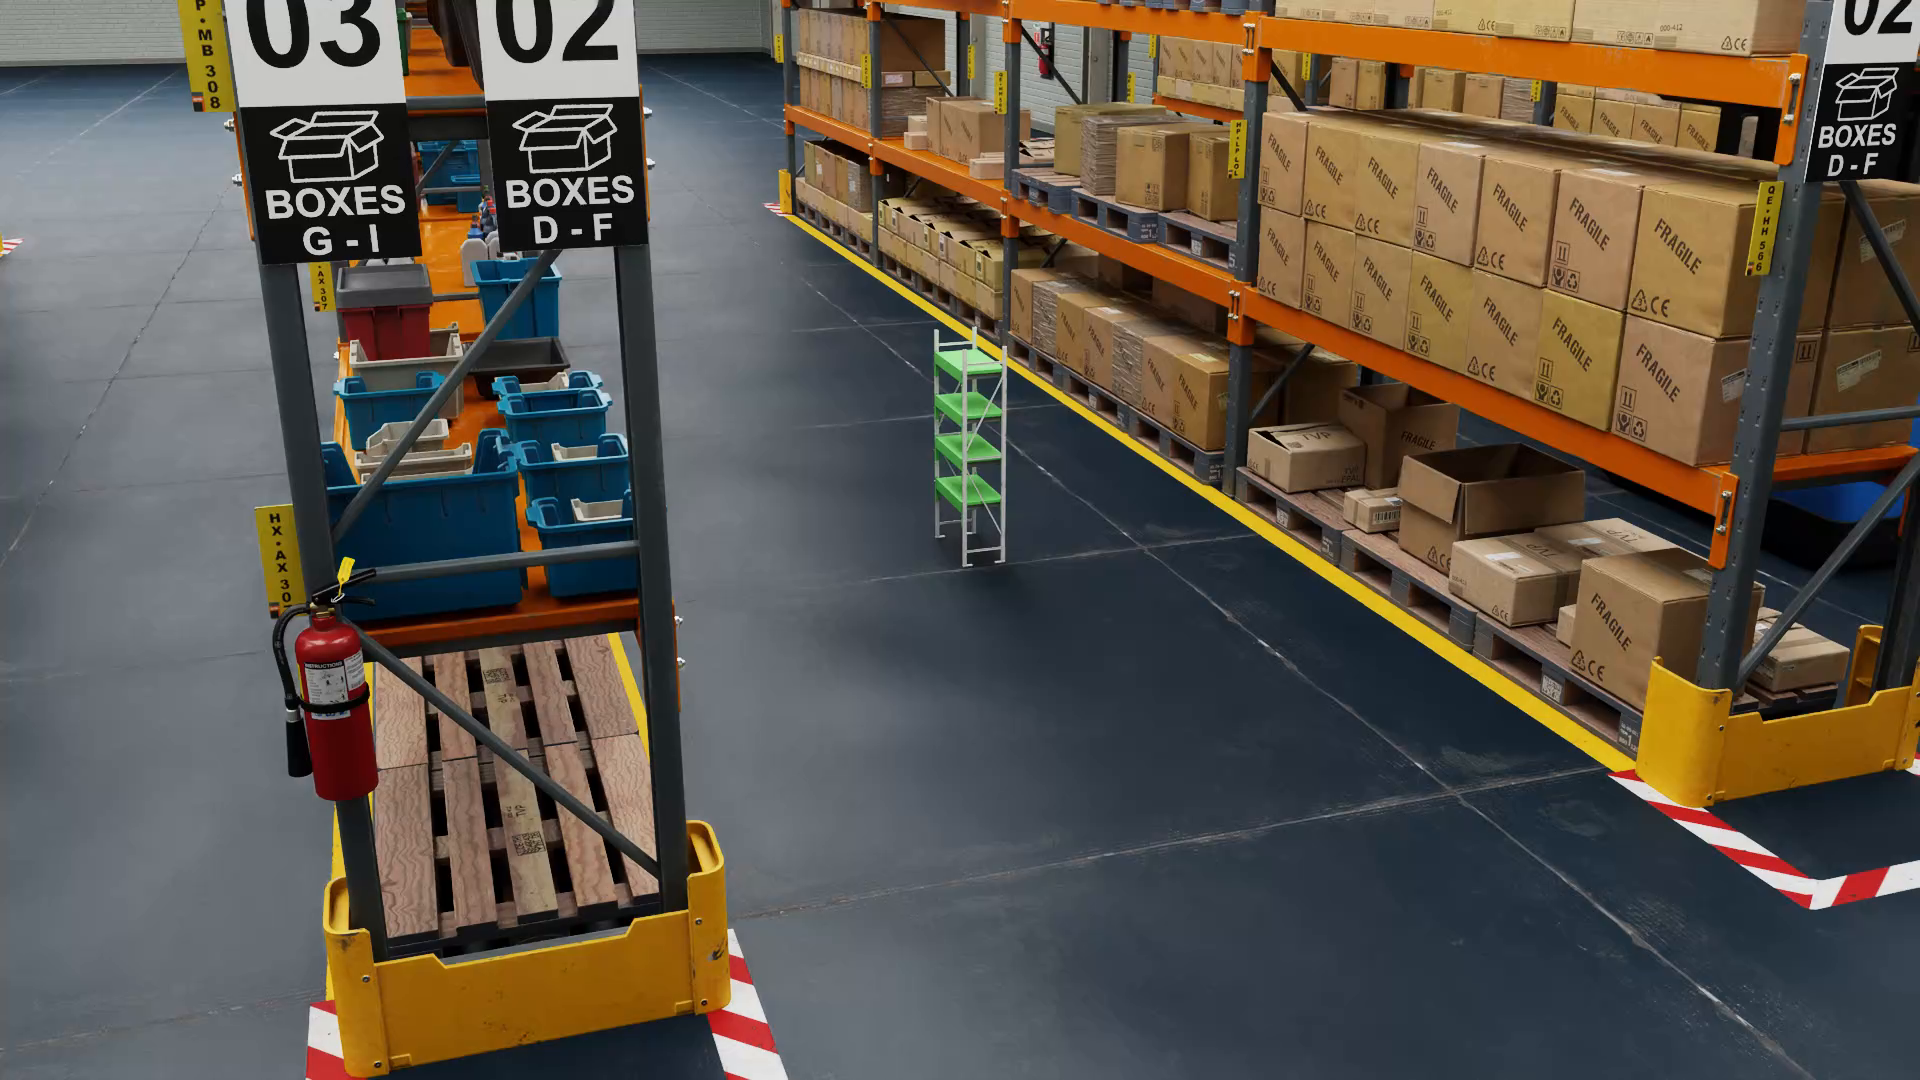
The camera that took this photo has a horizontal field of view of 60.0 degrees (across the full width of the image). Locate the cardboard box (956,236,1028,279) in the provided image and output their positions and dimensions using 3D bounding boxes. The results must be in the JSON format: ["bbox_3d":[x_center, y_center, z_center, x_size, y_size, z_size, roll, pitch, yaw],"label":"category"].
[{"bbox_3d":[0.277,-2.494,14.538,0.500,0.311,0.500,-7,21,-18],"label":"cardboard box"}]

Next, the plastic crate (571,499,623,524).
[{"bbox_3d":[-1.132,-0.056,5.436,0.250,0.136,0.298,-6,21,-17],"label":"plastic crate"}]

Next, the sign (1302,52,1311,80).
[{"bbox_3d":[3.776,-5.177,18.111,0.100,0.325,0.005,-6,21,-17],"label":"sign"}]

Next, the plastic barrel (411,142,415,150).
[{"bbox_3d":[-4.517,-2.988,13.133,0.421,0.512,0.421,0,20,0],"label":"plastic barrel"}]

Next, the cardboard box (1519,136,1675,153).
[{"bbox_3d":[2.985,-1.630,7.890,0.500,0.500,0.500,-7,21,-18],"label":"cardboard box"}]

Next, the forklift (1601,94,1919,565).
[{"bbox_3d":[4.683,-1.709,9.839,1.130,2.935,3.031,-6,21,-16],"label":"forklift"}]

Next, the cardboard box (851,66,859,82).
[{"bbox_3d":[-0.945,-4.966,17.698,0.380,0.149,0.250,-6,21,-17],"label":"cardboard box"}]

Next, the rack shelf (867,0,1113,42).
[{"bbox_3d":[0.216,-4.733,14.783,1.077,0.370,4.000,-6,21,-17],"label":"rack shelf"}]

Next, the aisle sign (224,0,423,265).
[{"bbox_3d":[-1.600,-1.095,4.182,0.394,0.787,0.004,-6,21,-17],"label":"aisle sign"}]

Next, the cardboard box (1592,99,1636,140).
[{"bbox_3d":[5.612,-3.390,13.800,0.500,0.500,0.500,-6,21,-15],"label":"cardboard box"}]

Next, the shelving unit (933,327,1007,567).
[{"bbox_3d":[0.052,-0.512,9.066,0.258,1.200,0.503,-6,21,-17],"label":"shelving unit"}]

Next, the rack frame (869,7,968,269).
[{"bbox_3d":[-0.413,-4.302,16.956,1.000,3.000,0.127,-6,21,-17],"label":"rack frame"}]

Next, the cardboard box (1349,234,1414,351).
[{"bbox_3d":[2.322,-1.264,8.351,0.500,0.500,0.500,-6,21,-17],"label":"cardboard box"}]

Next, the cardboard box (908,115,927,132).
[{"bbox_3d":[-0.216,-4.078,16.554,0.500,0.250,0.500,-5,20,-14],"label":"cardboard box"}]

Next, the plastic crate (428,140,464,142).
[{"bbox_3d":[-4.076,-3.074,13.443,0.402,0.464,0.583,-6,21,-17],"label":"plastic crate"}]

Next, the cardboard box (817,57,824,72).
[{"bbox_3d":[-1.425,-5.458,19.067,0.380,0.149,0.250,-7,21,-19],"label":"cardboard box"}]

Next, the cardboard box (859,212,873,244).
[{"bbox_3d":[-0.766,-3.331,17.699,0.500,0.250,0.500,-6,21,-17],"label":"cardboard box"}]

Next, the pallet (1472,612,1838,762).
[{"bbox_3d":[3.084,0.581,7.486,1.003,0.211,1.213,-6,21,-17],"label":"pallet"}]

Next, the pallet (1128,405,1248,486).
[{"bbox_3d":[1.810,-0.679,10.995,1.003,0.211,1.213,-6,21,-17],"label":"pallet"}]

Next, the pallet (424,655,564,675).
[{"bbox_3d":[-2.334,0.335,8.172,1.003,0.211,1.213,-6,21,-17],"label":"pallet"}]

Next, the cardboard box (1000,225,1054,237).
[{"bbox_3d":[0.628,-2.717,15.159,0.500,0.311,0.500,-7,21,-19],"label":"cardboard box"}]

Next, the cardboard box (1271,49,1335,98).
[{"bbox_3d":[3.847,-5.240,18.650,0.500,0.500,0.500,-6,21,-17],"label":"cardboard box"}]

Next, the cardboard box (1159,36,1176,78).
[{"bbox_3d":[2.896,-6.220,21.378,0.500,0.500,0.500,-6,21,-17],"label":"cardboard box"}]

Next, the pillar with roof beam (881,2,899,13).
[{"bbox_3d":[-5.672,-14.122,35.423,9.100,9.000,0.400,-6,21,-17],"label":"pillar with roof beam"}]

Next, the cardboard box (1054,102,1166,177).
[{"bbox_3d":[1.150,-3.073,12.765,0.700,0.500,0.500,-15,24,-35],"label":"cardboard box"}]

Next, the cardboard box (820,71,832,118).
[{"bbox_3d":[-1.215,-5.153,19.179,0.700,0.500,0.500,-6,21,-17],"label":"cardboard box"}]

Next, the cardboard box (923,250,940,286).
[{"bbox_3d":[-0.037,-2.556,15.542,0.500,0.250,0.500,-6,21,-16],"label":"cardboard box"}]

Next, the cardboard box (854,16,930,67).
[{"bbox_3d":[-0.718,-5.263,17.565,0.700,0.500,0.500,-6,21,-17],"label":"cardboard box"}]

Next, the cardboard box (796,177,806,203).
[{"bbox_3d":[-1.712,-4.293,20.378,0.500,0.250,0.500,-6,21,-17],"label":"cardboard box"}]

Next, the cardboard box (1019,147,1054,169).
[{"bbox_3d":[0.772,-3.098,13.735,0.500,0.311,0.500,-5,20,-14],"label":"cardboard box"}]

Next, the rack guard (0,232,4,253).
[{"bbox_3d":[-11.051,-3.333,17.957,1.175,0.500,0.348,-6,21,-17],"label":"rack guard"}]

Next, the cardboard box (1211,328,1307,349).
[{"bbox_3d":[2.003,-1.116,11.134,0.500,0.500,0.500,-6,21,-16],"label":"cardboard box"}]

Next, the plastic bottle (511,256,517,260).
[{"bbox_3d":[-2.438,-1.421,9.126,0.097,0.271,0.097,0,20,0],"label":"plastic bottle"}]

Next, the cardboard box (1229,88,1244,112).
[{"bbox_3d":[3.531,-5.208,19.672,0.500,0.250,0.500,-7,21,-18],"label":"cardboard box"}]

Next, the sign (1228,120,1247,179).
[{"bbox_3d":[1.576,-2.219,9.445,0.100,0.325,0.005,-6,21,-17],"label":"sign"}]

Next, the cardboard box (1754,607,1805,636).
[{"bbox_3d":[3.475,0.424,7.338,0.380,0.166,0.250,-6,21,-17],"label":"cardboard box"}]

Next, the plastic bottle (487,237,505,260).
[{"bbox_3d":[-2.676,-1.637,9.721,0.152,0.276,0.135,-6,21,-17],"label":"plastic bottle"}]

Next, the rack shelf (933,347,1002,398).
[{"bbox_3d":[0.052,-0.903,8.925,0.258,0.148,0.480,-6,21,-17],"label":"rack shelf"}]

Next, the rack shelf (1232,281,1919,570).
[{"bbox_3d":[2.731,-0.754,8.143,1.077,0.370,4.000,-6,21,-17],"label":"rack shelf"}]

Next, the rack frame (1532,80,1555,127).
[{"bbox_3d":[5.546,-3.546,14.851,1.000,3.000,0.127,-6,21,-17],"label":"rack frame"}]

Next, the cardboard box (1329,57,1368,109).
[{"bbox_3d":[4.416,-4.916,17.868,0.700,0.500,0.500,-6,21,-17],"label":"cardboard box"}]

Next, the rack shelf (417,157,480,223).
[{"bbox_3d":[-4.487,-2.796,13.829,1.077,0.370,4.000,-6,21,-17],"label":"rack shelf"}]

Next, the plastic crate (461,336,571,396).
[{"bbox_3d":[-1.995,-0.778,7.462,0.437,0.125,0.590,-6,21,-17],"label":"plastic crate"}]

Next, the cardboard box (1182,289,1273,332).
[{"bbox_3d":[1.867,-1.620,11.427,0.500,0.250,0.500,-6,21,-17],"label":"cardboard box"}]

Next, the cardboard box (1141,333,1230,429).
[{"bbox_3d":[1.527,-1.053,10.957,0.500,0.500,0.500,-6,21,-17],"label":"cardboard box"}]

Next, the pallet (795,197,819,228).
[{"bbox_3d":[-1.390,-4.032,20.330,1.003,0.211,1.213,-6,21,-17],"label":"pallet"}]

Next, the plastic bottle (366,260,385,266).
[{"bbox_3d":[-3.147,-1.360,8.950,0.152,0.276,0.135,-6,21,-17],"label":"plastic bottle"}]

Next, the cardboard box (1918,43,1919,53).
[{"bbox_3d":[3.439,-1.984,6.287,0.500,0.250,0.500,-6,21,-17],"label":"cardboard box"}]

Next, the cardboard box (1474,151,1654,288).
[{"bbox_3d":[2.631,-1.410,7.278,0.500,0.500,0.500,-6,21,-16],"label":"cardboard box"}]

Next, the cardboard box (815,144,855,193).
[{"bbox_3d":[-1.384,-4.327,19.362,0.500,0.500,0.500,-6,21,-17],"label":"cardboard box"}]

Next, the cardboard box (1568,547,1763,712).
[{"bbox_3d":[2.954,0.370,6.996,0.500,0.500,0.500,-6,21,-17],"label":"cardboard box"}]

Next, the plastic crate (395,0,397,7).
[{"bbox_3d":[-2.471,-2.132,6.670,0.497,0.269,0.590,-6,21,-17],"label":"plastic crate"}]

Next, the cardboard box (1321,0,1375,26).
[{"bbox_3d":[2.173,-2.732,8.371,0.500,0.250,0.500,-6,21,-17],"label":"cardboard box"}]
